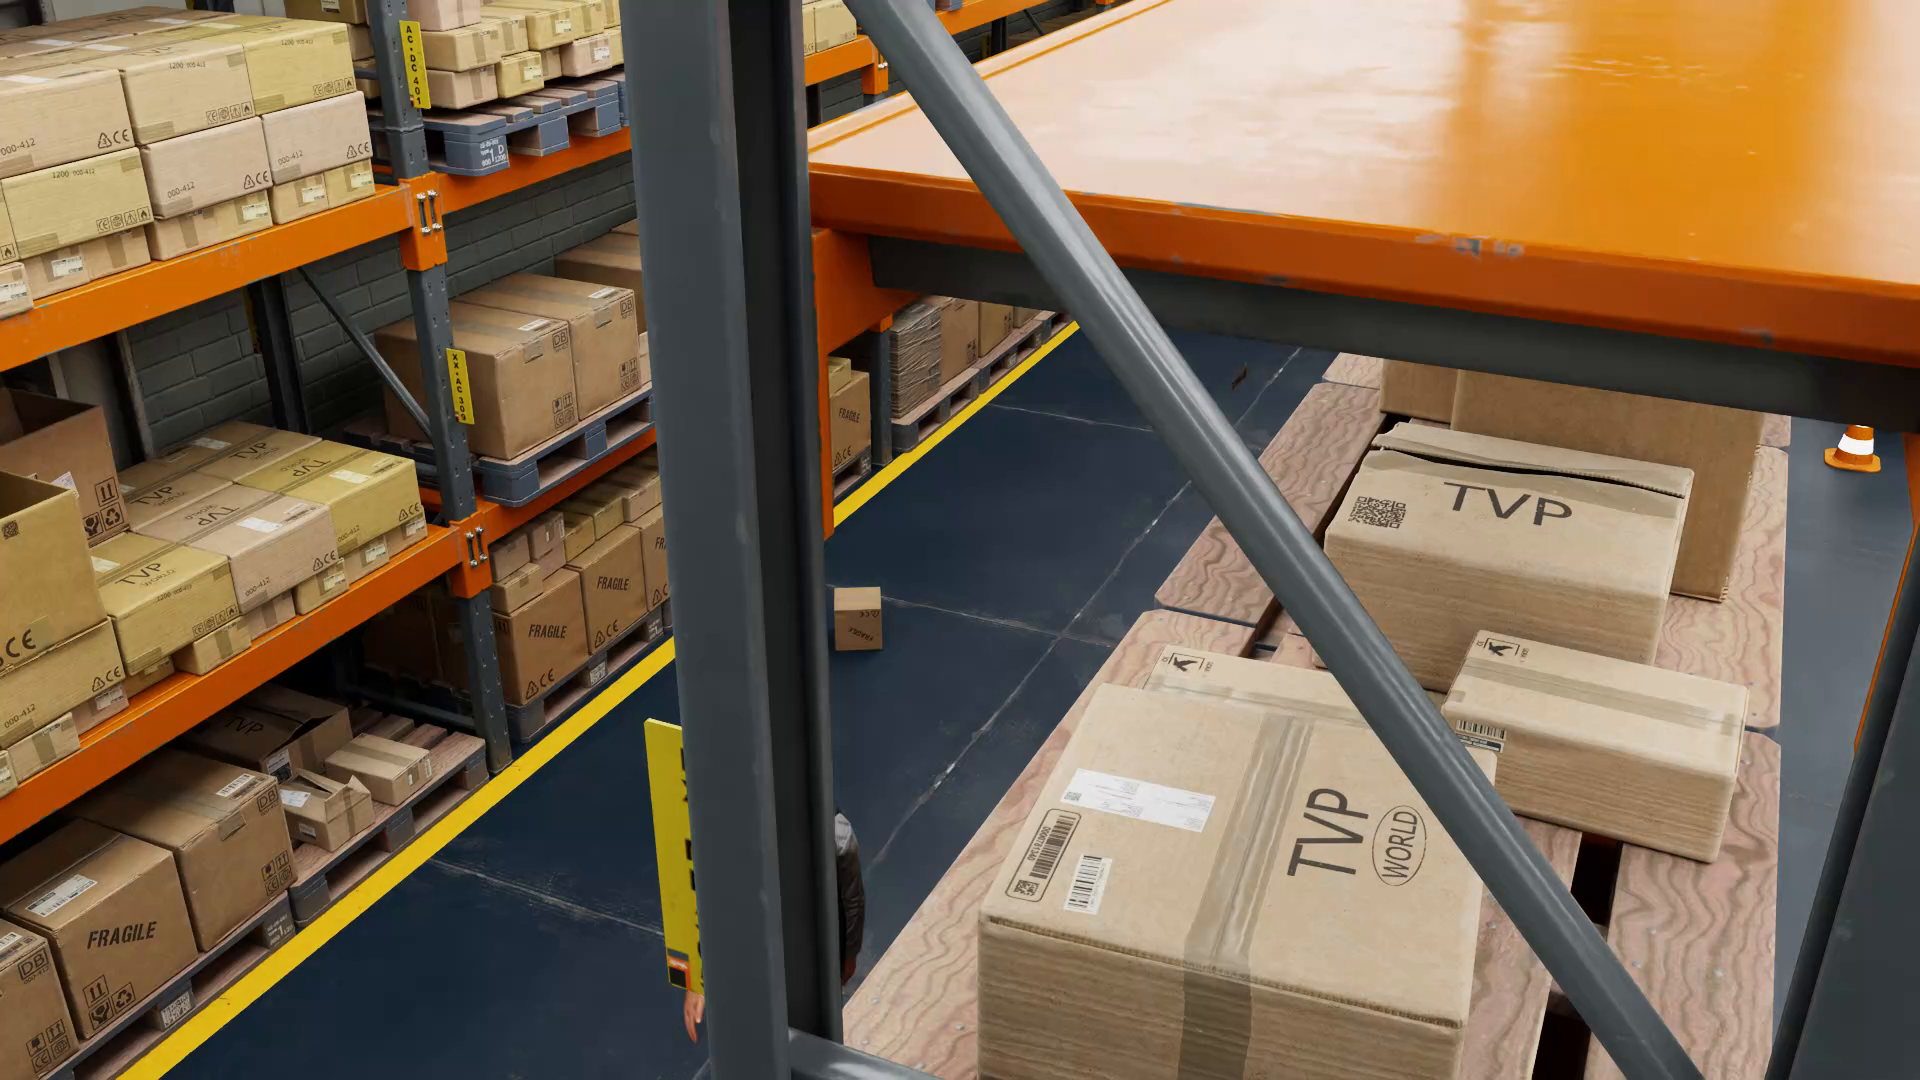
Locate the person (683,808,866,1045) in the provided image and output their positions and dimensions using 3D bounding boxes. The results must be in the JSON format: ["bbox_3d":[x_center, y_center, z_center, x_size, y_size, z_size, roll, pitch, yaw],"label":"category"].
[{"bbox_3d":[-0.598,1.437,5.263,0.544,1.593,1.004,4,26,9],"label":"person"}]
